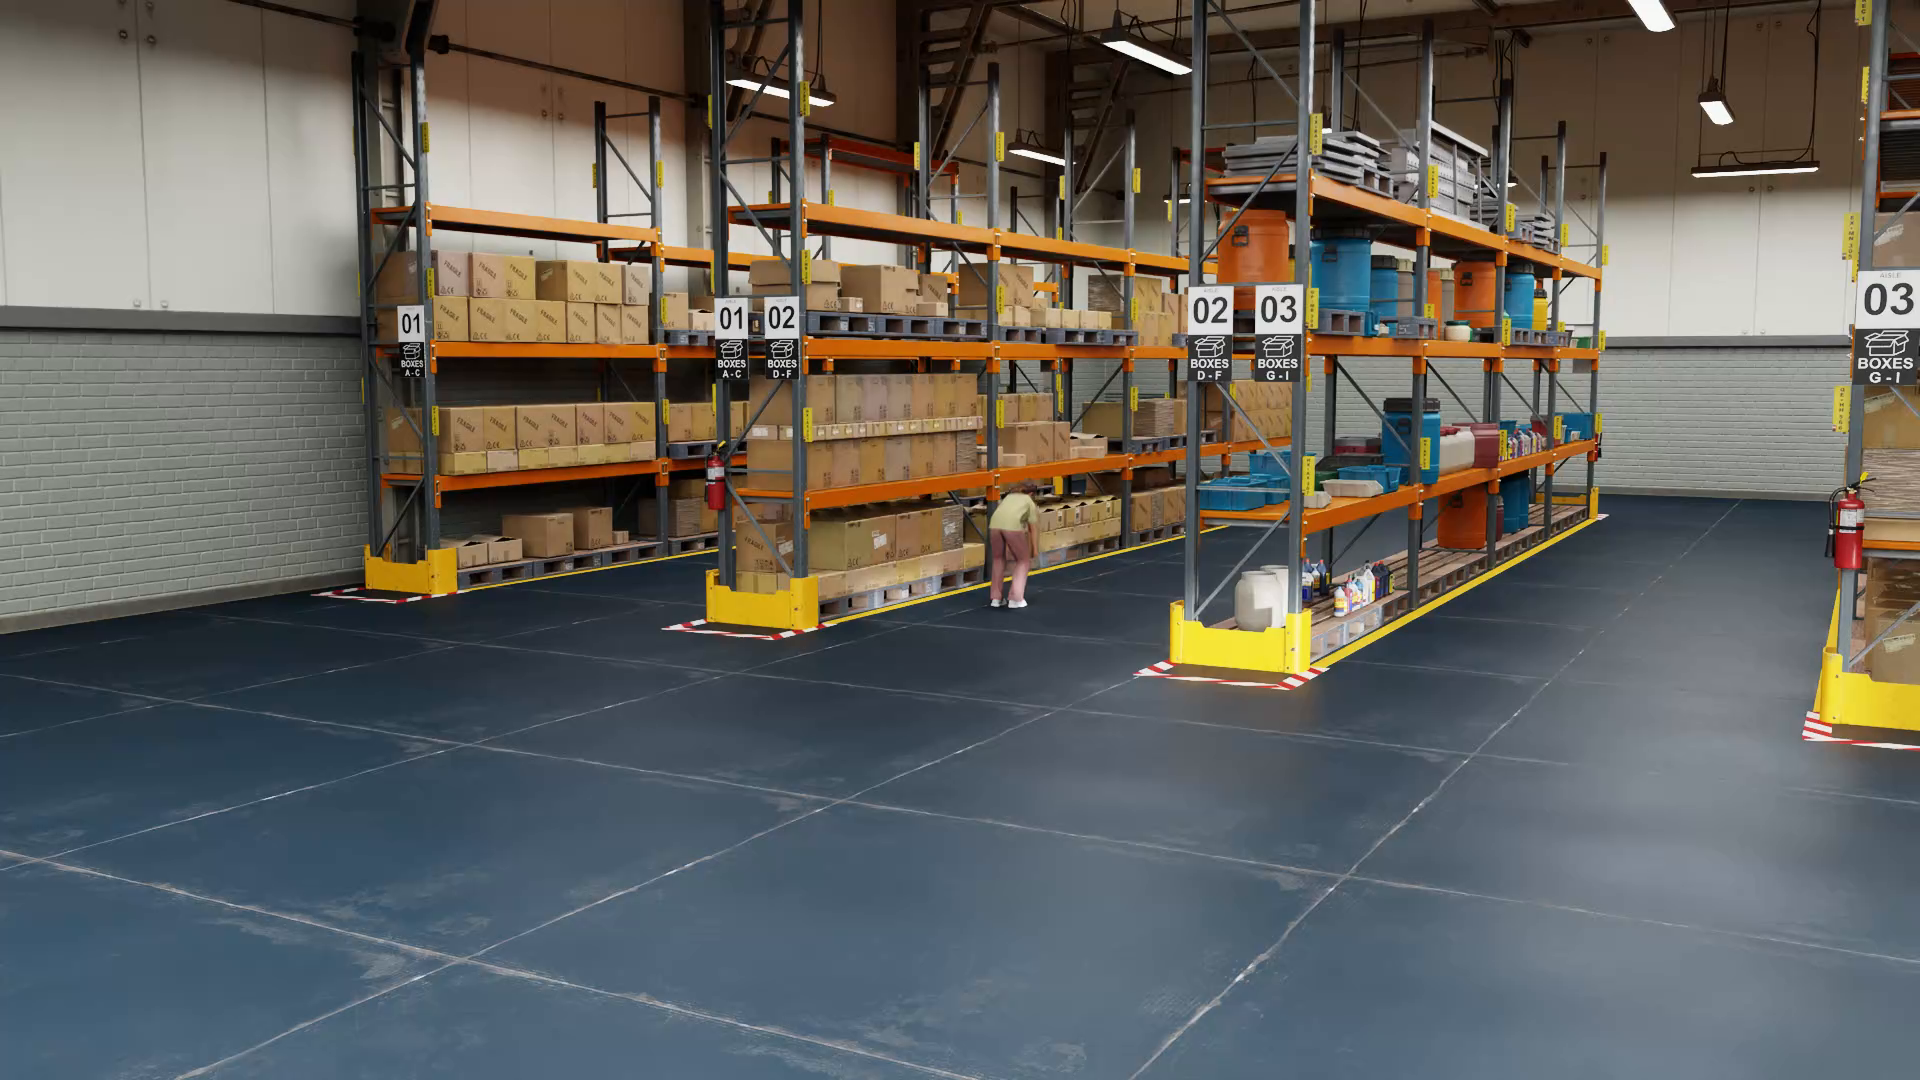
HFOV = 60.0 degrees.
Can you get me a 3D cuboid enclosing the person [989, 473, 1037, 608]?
[{"bbox_3d":[0.588,-0.002,17.721,0.417,1.393,0.762,3,7,27],"label":"person"}]
